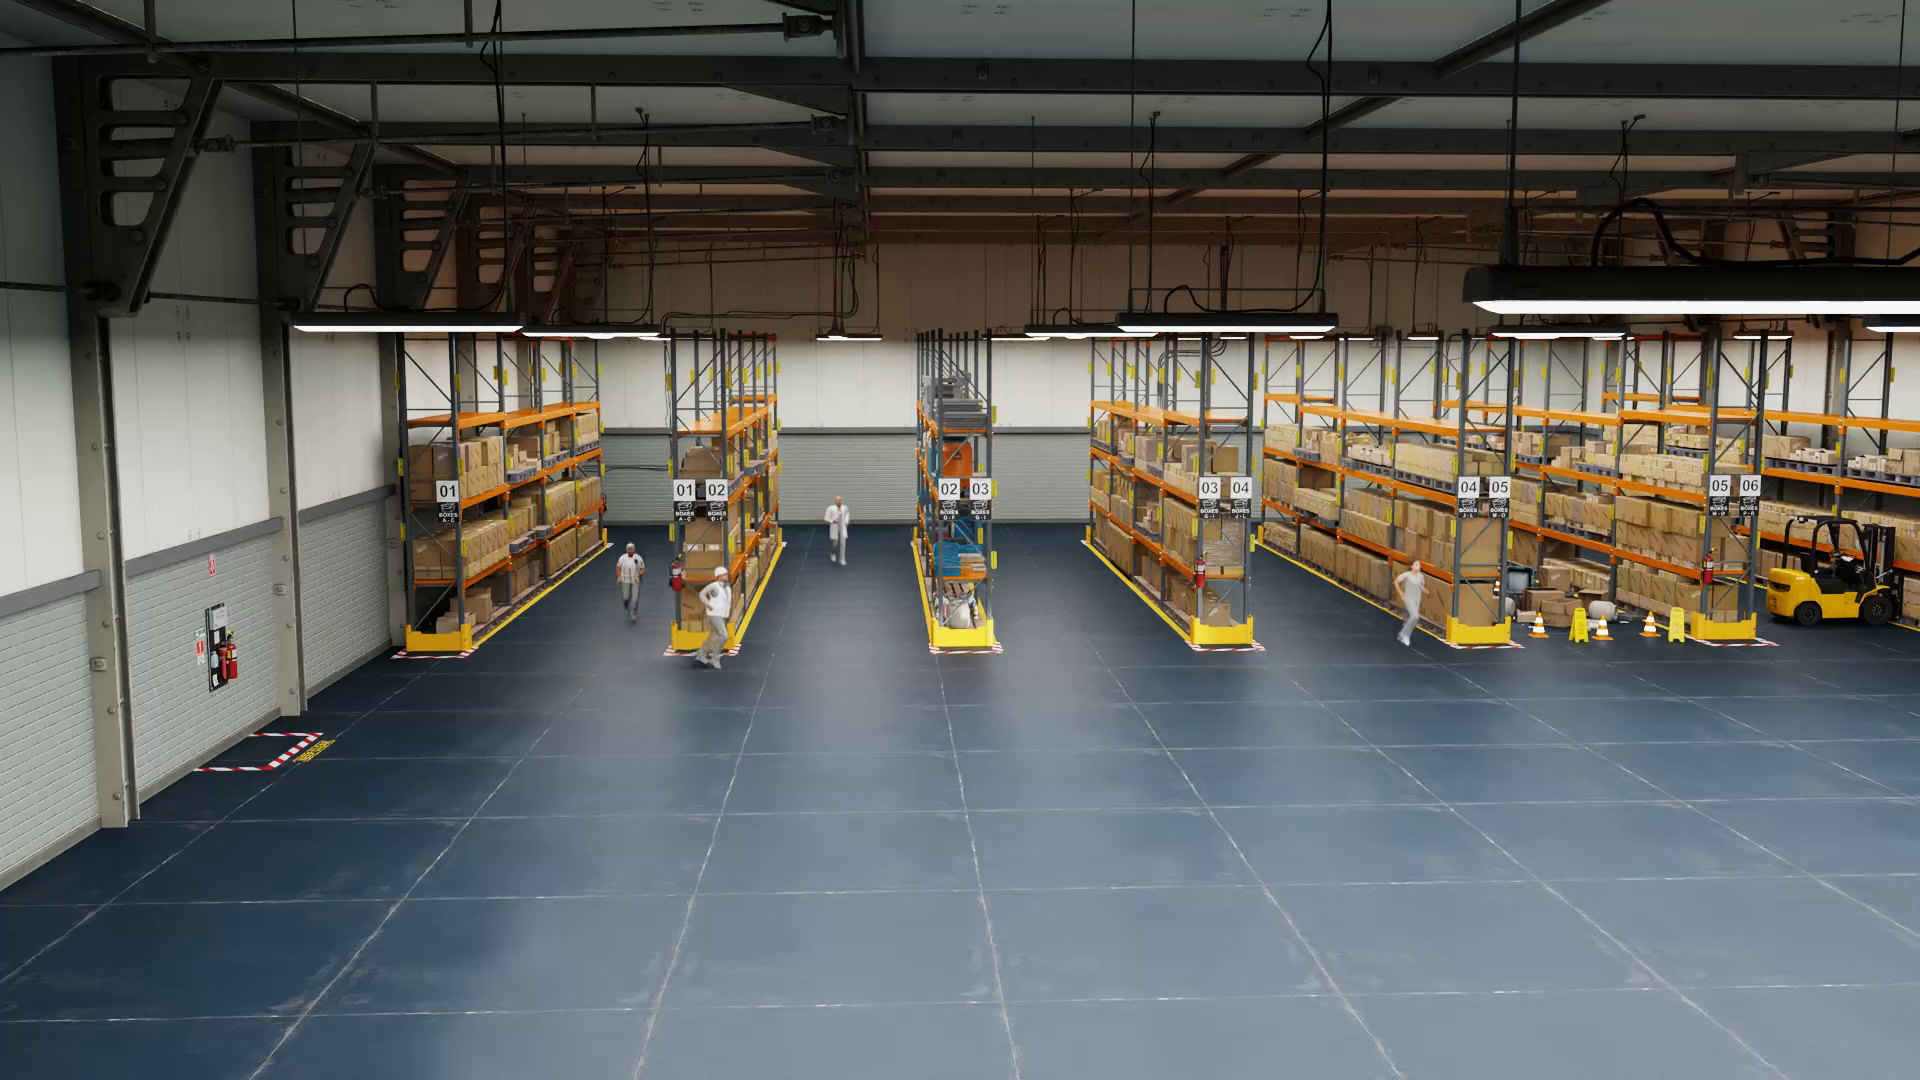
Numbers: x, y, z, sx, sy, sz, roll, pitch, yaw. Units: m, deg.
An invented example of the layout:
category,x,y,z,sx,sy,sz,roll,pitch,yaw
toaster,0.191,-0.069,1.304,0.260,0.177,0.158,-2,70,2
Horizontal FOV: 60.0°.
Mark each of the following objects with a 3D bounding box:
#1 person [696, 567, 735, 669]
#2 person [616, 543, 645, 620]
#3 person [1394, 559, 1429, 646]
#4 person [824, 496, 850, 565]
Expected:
category,x,y,z,sx,sy,sz,roll,pitch,yaw
person,-4.337,1.373,29.657,0.727,1.807,0.676,3,7,24
person,-6.814,0.873,34.399,0.592,1.616,0.580,-1,7,-9
person,8.645,1.184,31.737,0.568,1.641,0.666,-3,7,-24
person,-3.159,-0.165,43.138,0.715,1.549,1.000,-2,7,-19
